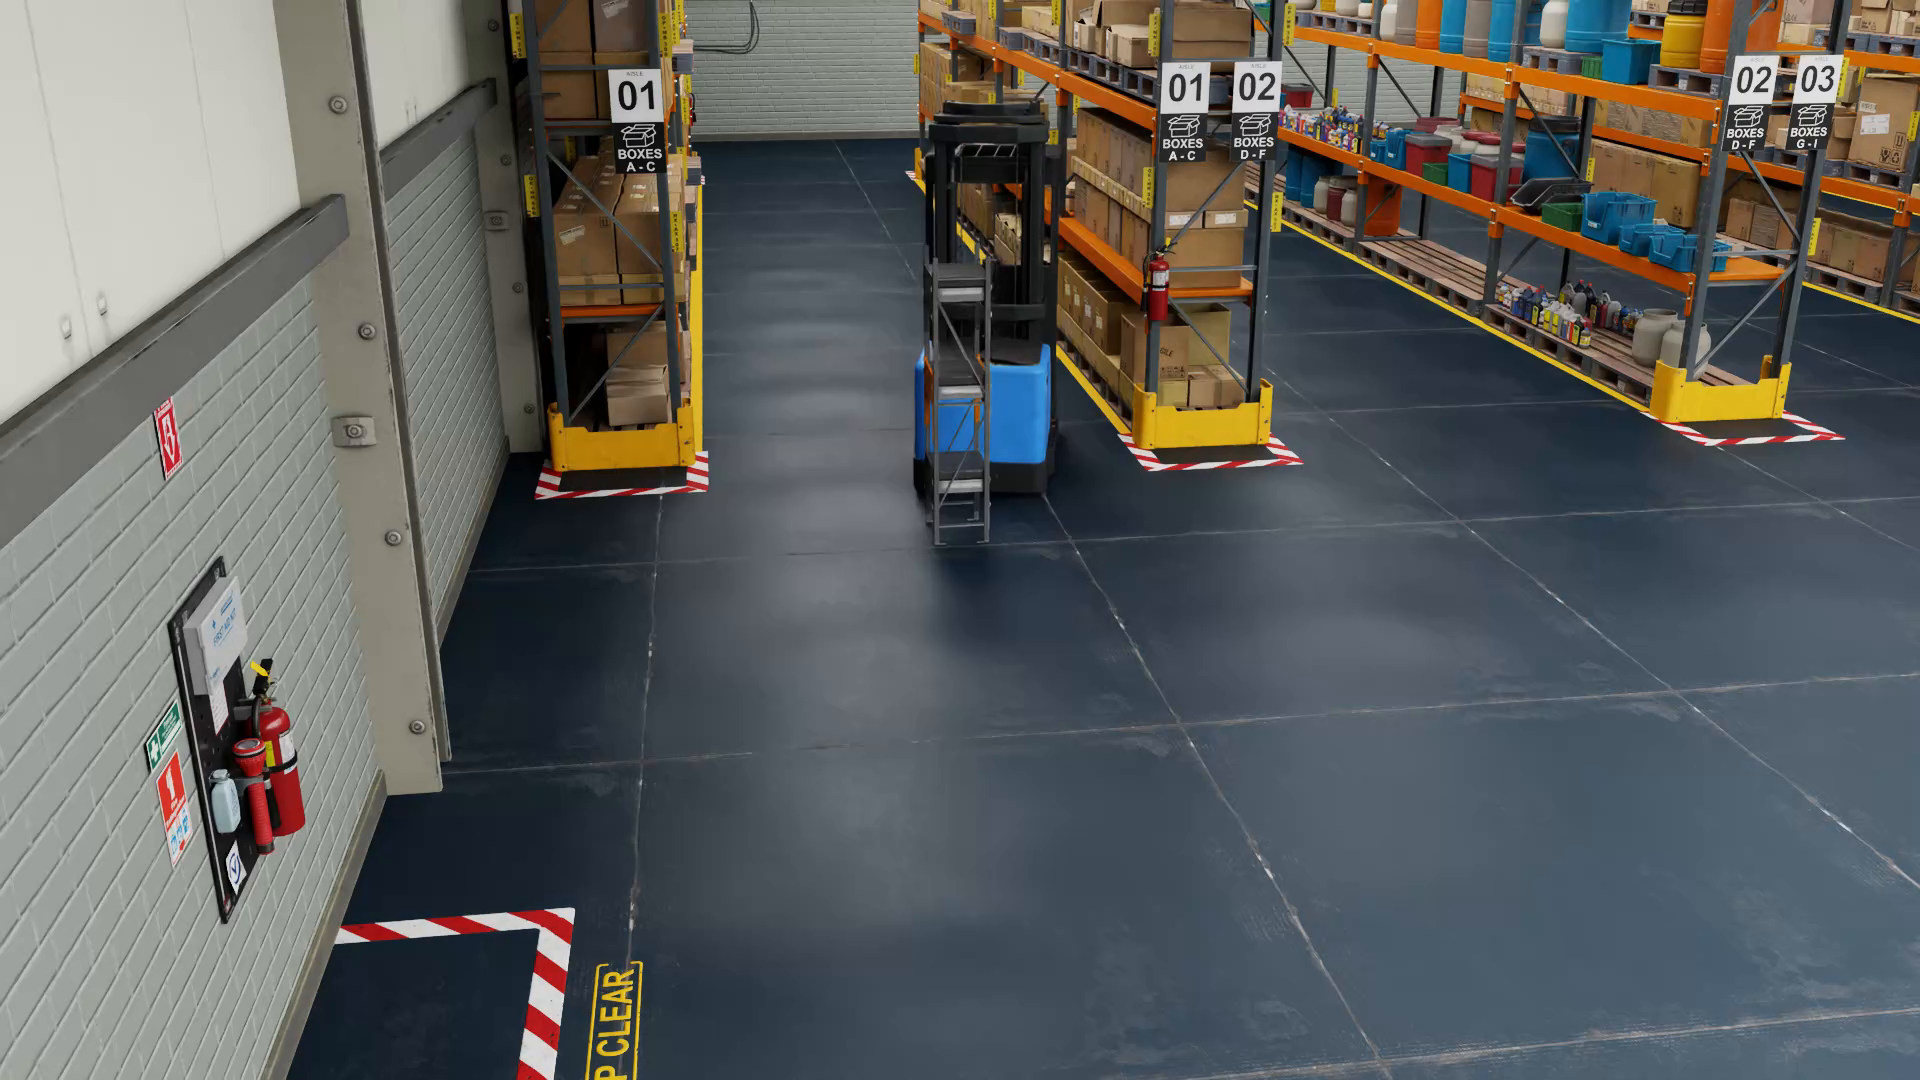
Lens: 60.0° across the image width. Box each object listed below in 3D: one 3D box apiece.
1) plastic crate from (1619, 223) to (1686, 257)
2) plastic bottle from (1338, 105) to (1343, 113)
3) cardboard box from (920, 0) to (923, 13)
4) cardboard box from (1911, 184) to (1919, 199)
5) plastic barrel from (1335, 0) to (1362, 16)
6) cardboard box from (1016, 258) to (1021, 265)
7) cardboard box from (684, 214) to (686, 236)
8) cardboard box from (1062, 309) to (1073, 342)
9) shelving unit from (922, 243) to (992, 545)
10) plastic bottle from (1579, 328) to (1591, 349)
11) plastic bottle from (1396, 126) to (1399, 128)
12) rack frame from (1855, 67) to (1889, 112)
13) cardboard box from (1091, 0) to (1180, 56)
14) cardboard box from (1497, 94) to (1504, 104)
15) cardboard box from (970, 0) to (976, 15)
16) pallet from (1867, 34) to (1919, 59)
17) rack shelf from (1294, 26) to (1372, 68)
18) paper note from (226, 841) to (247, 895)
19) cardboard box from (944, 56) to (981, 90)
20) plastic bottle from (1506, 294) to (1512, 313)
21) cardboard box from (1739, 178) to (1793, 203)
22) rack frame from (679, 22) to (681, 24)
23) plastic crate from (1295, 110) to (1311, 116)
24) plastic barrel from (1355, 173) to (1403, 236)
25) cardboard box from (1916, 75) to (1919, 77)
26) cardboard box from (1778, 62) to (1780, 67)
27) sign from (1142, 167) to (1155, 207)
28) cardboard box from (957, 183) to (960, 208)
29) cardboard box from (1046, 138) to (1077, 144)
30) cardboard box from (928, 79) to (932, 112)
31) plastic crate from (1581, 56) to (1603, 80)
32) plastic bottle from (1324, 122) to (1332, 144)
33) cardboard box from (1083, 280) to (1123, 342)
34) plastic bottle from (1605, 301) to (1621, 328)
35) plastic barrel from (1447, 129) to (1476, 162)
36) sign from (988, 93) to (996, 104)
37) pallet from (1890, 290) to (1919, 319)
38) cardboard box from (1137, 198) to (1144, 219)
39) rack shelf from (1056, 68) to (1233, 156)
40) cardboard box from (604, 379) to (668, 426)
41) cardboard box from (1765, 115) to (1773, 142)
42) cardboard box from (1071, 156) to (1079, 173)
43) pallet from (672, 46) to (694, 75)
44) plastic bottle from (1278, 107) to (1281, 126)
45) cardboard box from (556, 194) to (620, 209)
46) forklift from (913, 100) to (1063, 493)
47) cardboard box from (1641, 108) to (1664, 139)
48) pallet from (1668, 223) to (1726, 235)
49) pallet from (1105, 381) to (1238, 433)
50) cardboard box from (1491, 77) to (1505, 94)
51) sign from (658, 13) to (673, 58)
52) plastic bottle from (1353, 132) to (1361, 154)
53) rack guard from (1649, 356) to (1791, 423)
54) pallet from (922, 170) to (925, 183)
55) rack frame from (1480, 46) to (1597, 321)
[{"bbox_3d":[6.545,-2.843,15.754,0.499,0.251,0.408,-3,21,-8],"label":"plastic crate"},{"bbox_3d":[5.728,-6.359,25.026,0.144,0.351,0.185,-3,21,-8],"label":"plastic bottle"},{"bbox_3d":[-0.385,-8.965,27.859,0.500,0.250,0.500,-3,21,-8],"label":"cardboard box"},{"bbox_3d":[11.059,-3.957,18.882,0.380,0.149,0.250,-3,21,-8],"label":"cardboard box"},{"bbox_3d":[5.443,-7.571,23.118,0.433,0.535,0.433,0,20,0],"label":"plastic barrel"},{"bbox_3d":[0.958,-3.232,19.912,0.500,0.250,0.500,-2,21,-7],"label":"cardboard box"},{"bbox_3d":[-3.011,-3.205,16.696,0.500,0.250,0.500,-3,21,-8],"label":"cardboard box"},{"bbox_3d":[1.356,-2.225,17.216,0.500,0.250,0.500,-3,21,-8],"label":"cardboard box"},{"bbox_3d":[-0.024,-1.041,12.002,0.431,2.100,0.503,-3,21,-8],"label":"shelving unit"},{"bbox_3d":[6.303,-2.038,16.757,0.097,0.201,0.097,0,20,0],"label":"plastic bottle"},{"bbox_3d":[6.065,-5.620,23.142,0.061,0.283,0.133,-3,21,-8],"label":"plastic bottle"},{"bbox_3d":[15.095,-7.149,27.070,1.000,3.000,0.127,-3,21,-8],"label":"rack frame"},{"bbox_3d":[1.635,-4.805,15.559,0.797,0.503,0.637,-1,20,-2],"label":"cardboard box"},{"bbox_3d":[9.508,-7.617,28.681,0.380,0.149,0.250,-3,21,-8],"label":"cardboard box"},{"bbox_3d":[0.488,-7.723,23.433,0.600,0.600,0.600,-3,21,-8],"label":"cardboard box"},{"bbox_3d":[11.342,-5.700,19.173,1.213,0.211,1.003,-3,21,-8],"label":"pallet"},{"bbox_3d":[5.560,-7.060,23.572,1.077,0.370,4.000,-3,21,-8],"label":"rack shelf"},{"bbox_3d":[-2.619,1.184,6.018,0.016,0.148,0.142,-3,21,-8],"label":"paper note"},{"bbox_3d":[0.040,-7.113,25.401,0.500,0.500,0.500,-3,21,-7],"label":"cardboard box"},{"bbox_3d":[6.066,-2.607,18.279,0.097,0.201,0.097,0,20,0],"label":"plastic bottle"},{"bbox_3d":[10.875,-4.705,22.398,0.500,0.250,0.500,-2,21,-6],"label":"cardboard box"},{"bbox_3d":[-4.532,-6.184,24.487,1.000,3.000,0.127,-3,21,-8],"label":"rack frame"},{"bbox_3d":[5.346,-6.757,26.312,0.396,0.136,0.243,-3,21,-8],"label":"plastic crate"},{"bbox_3d":[5.761,-4.648,22.875,0.600,0.830,0.708,-3,21,-8],"label":"plastic barrel"},{"bbox_3d":[15.386,-7.285,26.342,0.380,0.149,0.250,-4,21,-9],"label":"cardboard box"},{"bbox_3d":[14.470,-8.197,29.307,0.500,0.500,0.500,-3,21,-7],"label":"cardboard box"},{"bbox_3d":[1.560,-2.912,13.731,0.100,0.325,0.005,-3,21,-8],"label":"sign"},{"bbox_3d":[0.198,-5.291,25.039,0.500,0.500,0.500,-4,21,-10],"label":"cardboard box"},{"bbox_3d":[1.204,-4.517,19.881,0.500,0.500,0.500,-4,21,-11],"label":"cardboard box"},{"bbox_3d":[-0.255,-7.348,27.460,0.500,0.500,0.500,-3,21,-8],"label":"cardboard box"},{"bbox_3d":[6.383,-4.660,16.422,0.336,0.188,0.450,-3,21,-8],"label":"plastic crate"},{"bbox_3d":[5.203,-5.759,23.515,0.061,0.283,0.133,-3,21,-8],"label":"plastic bottle"},{"bbox_3d":[1.498,-2.230,16.158,0.500,0.500,0.500,-3,21,-8],"label":"cardboard box"},{"bbox_3d":[6.896,-2.401,17.622,0.152,0.276,0.135,-3,21,-7],"label":"plastic bottle"},{"bbox_3d":[6.268,-4.860,20.782,0.421,0.512,0.421,0,20,0],"label":"plastic barrel"},{"bbox_3d":[0.410,-5.525,21.181,0.100,0.325,0.005,-3,21,-8],"label":"sign"},{"bbox_3d":[11.458,-2.627,18.948,1.003,0.211,1.213,-3,21,-8],"label":"pallet"},{"bbox_3d":[1.779,-2.933,14.713,0.380,0.149,0.250,-3,21,-9],"label":"cardboard box"},{"bbox_3d":[1.811,-4.041,15.491,1.077,0.370,4.000,-3,21,-8],"label":"rack shelf"},{"bbox_3d":[-2.813,-1.220,14.410,0.500,0.311,0.500,-5,21,-14],"label":"cardboard box"},{"bbox_3d":[10.867,-5.608,22.200,0.500,0.500,0.500,-6,21,-14],"label":"cardboard box"},{"bbox_3d":[1.369,-3.914,17.337,0.380,0.149,0.250,-3,21,-8],"label":"cardboard box"},{"bbox_3d":[-3.363,-4.951,17.166,1.213,0.211,1.003,-3,21,-8],"label":"pallet"},{"bbox_3d":[4.902,-6.481,25.448,0.061,0.283,0.133,-3,21,-8],"label":"plastic bottle"},{"bbox_3d":[-3.144,-2.647,14.131,0.500,0.500,0.500,-3,21,-7],"label":"cardboard box"},{"bbox_3d":[0.285,-2.212,13.949,1.130,2.935,3.031,2,21,5],"label":"forklift"},{"bbox_3d":[10.289,-6.107,24.136,0.500,0.500,0.500,-4,21,-10],"label":"cardboard box"},{"bbox_3d":[10.710,-4.519,24.015,1.003,0.211,1.213,-3,21,-8],"label":"pallet"},{"bbox_3d":[1.947,-1.237,15.227,1.003,0.211,1.213,-3,21,-8],"label":"pallet"},{"bbox_3d":[9.548,-7.854,28.748,0.500,0.250,0.500,-4,21,-10],"label":"cardboard box"},{"bbox_3d":[-2.266,-3.872,12.759,0.100,0.325,0.005,-3,21,-8],"label":"sign"},{"bbox_3d":[5.367,-5.363,22.455,0.061,0.283,0.133,-3,21,-8],"label":"plastic bottle"},{"bbox_3d":[6.944,-1.382,15.203,1.175,0.500,0.348,-3,21,-8],"label":"rack guard"},{"bbox_3d":[-0.081,-6.212,28.546,1.003,0.211,1.213,-3,21,-8],"label":"pallet"},{"bbox_3d":[6.424,-3.914,18.409,1.000,3.000,0.127,-3,21,-8],"label":"rack frame"}]
